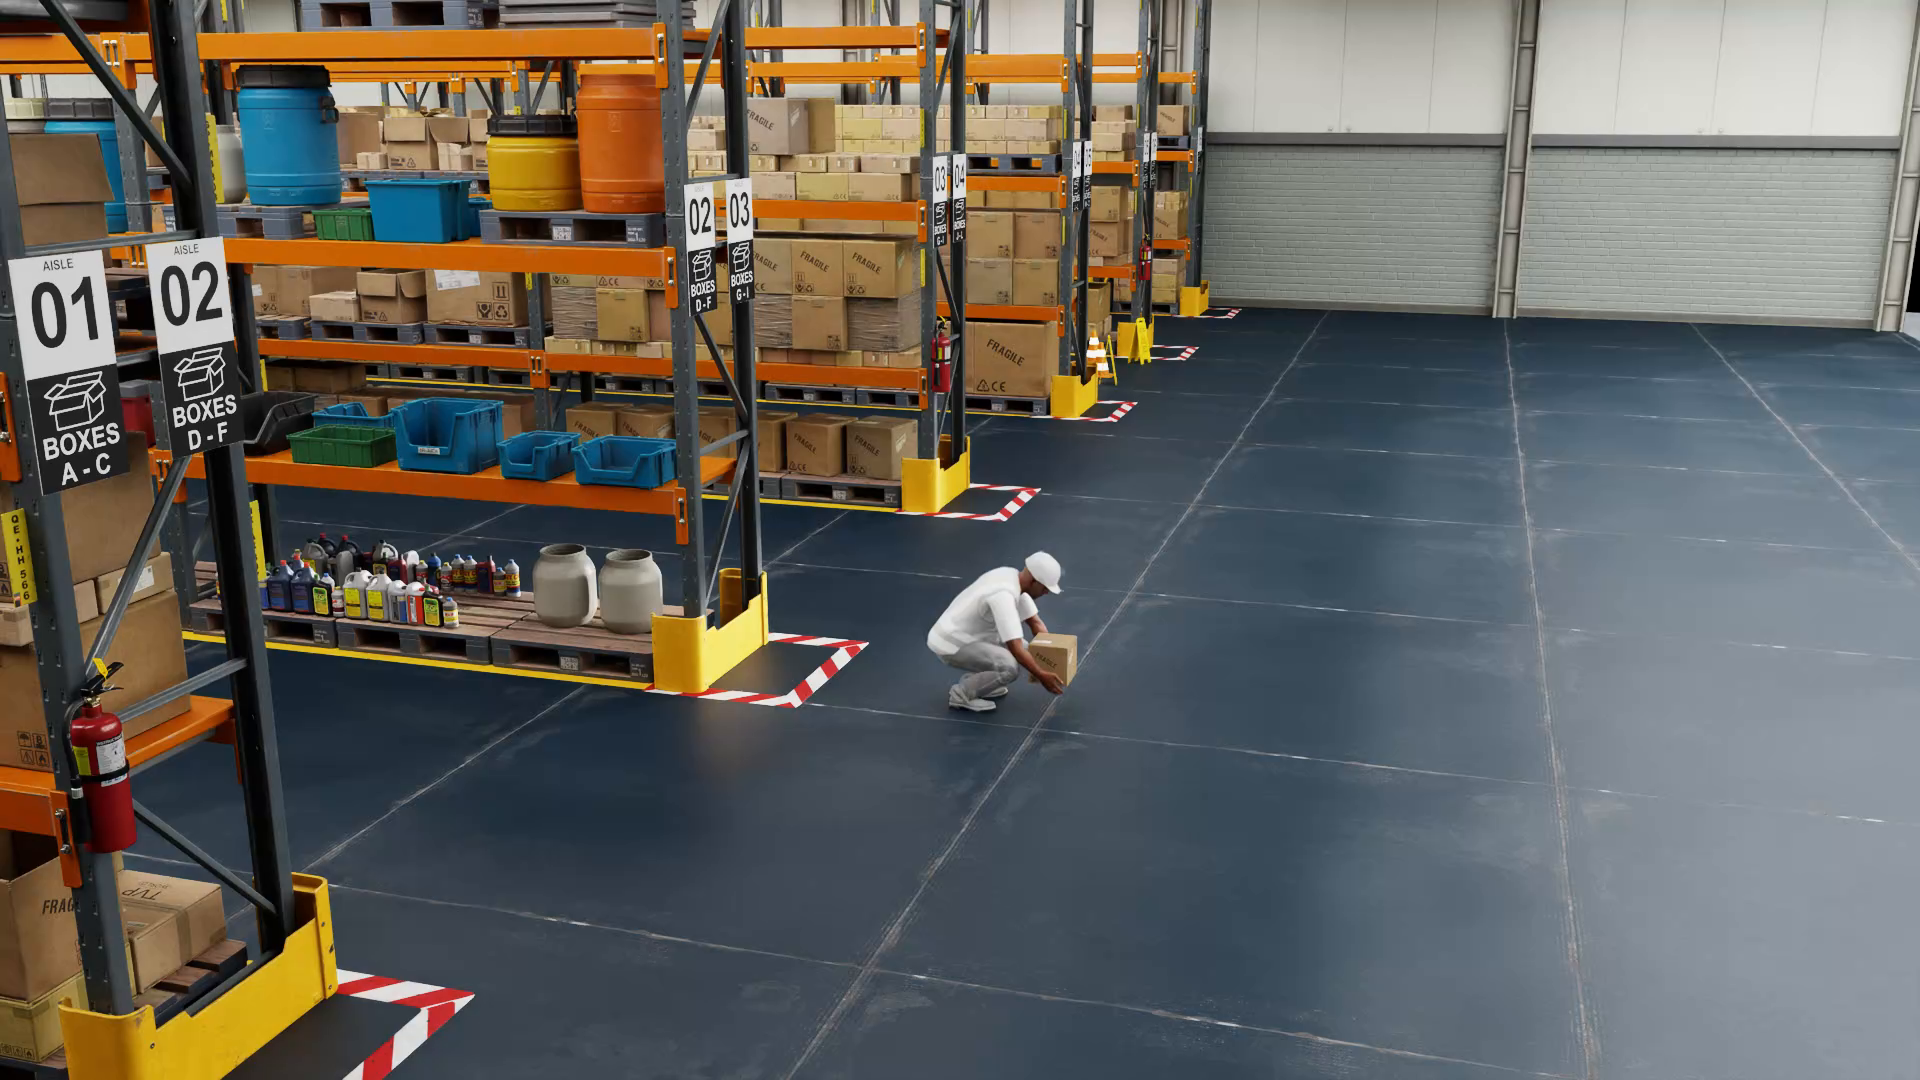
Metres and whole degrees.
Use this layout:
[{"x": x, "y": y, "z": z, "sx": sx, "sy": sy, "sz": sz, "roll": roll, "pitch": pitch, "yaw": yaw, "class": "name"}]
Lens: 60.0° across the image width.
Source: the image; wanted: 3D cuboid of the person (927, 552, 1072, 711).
[{"x": 0.257, "y": 0.552, "z": 10.411, "sx": 0.887, "sy": 0.998, "sz": 0.583, "roll": 4, "pitch": 16, "yaw": 16, "class": "person"}]
